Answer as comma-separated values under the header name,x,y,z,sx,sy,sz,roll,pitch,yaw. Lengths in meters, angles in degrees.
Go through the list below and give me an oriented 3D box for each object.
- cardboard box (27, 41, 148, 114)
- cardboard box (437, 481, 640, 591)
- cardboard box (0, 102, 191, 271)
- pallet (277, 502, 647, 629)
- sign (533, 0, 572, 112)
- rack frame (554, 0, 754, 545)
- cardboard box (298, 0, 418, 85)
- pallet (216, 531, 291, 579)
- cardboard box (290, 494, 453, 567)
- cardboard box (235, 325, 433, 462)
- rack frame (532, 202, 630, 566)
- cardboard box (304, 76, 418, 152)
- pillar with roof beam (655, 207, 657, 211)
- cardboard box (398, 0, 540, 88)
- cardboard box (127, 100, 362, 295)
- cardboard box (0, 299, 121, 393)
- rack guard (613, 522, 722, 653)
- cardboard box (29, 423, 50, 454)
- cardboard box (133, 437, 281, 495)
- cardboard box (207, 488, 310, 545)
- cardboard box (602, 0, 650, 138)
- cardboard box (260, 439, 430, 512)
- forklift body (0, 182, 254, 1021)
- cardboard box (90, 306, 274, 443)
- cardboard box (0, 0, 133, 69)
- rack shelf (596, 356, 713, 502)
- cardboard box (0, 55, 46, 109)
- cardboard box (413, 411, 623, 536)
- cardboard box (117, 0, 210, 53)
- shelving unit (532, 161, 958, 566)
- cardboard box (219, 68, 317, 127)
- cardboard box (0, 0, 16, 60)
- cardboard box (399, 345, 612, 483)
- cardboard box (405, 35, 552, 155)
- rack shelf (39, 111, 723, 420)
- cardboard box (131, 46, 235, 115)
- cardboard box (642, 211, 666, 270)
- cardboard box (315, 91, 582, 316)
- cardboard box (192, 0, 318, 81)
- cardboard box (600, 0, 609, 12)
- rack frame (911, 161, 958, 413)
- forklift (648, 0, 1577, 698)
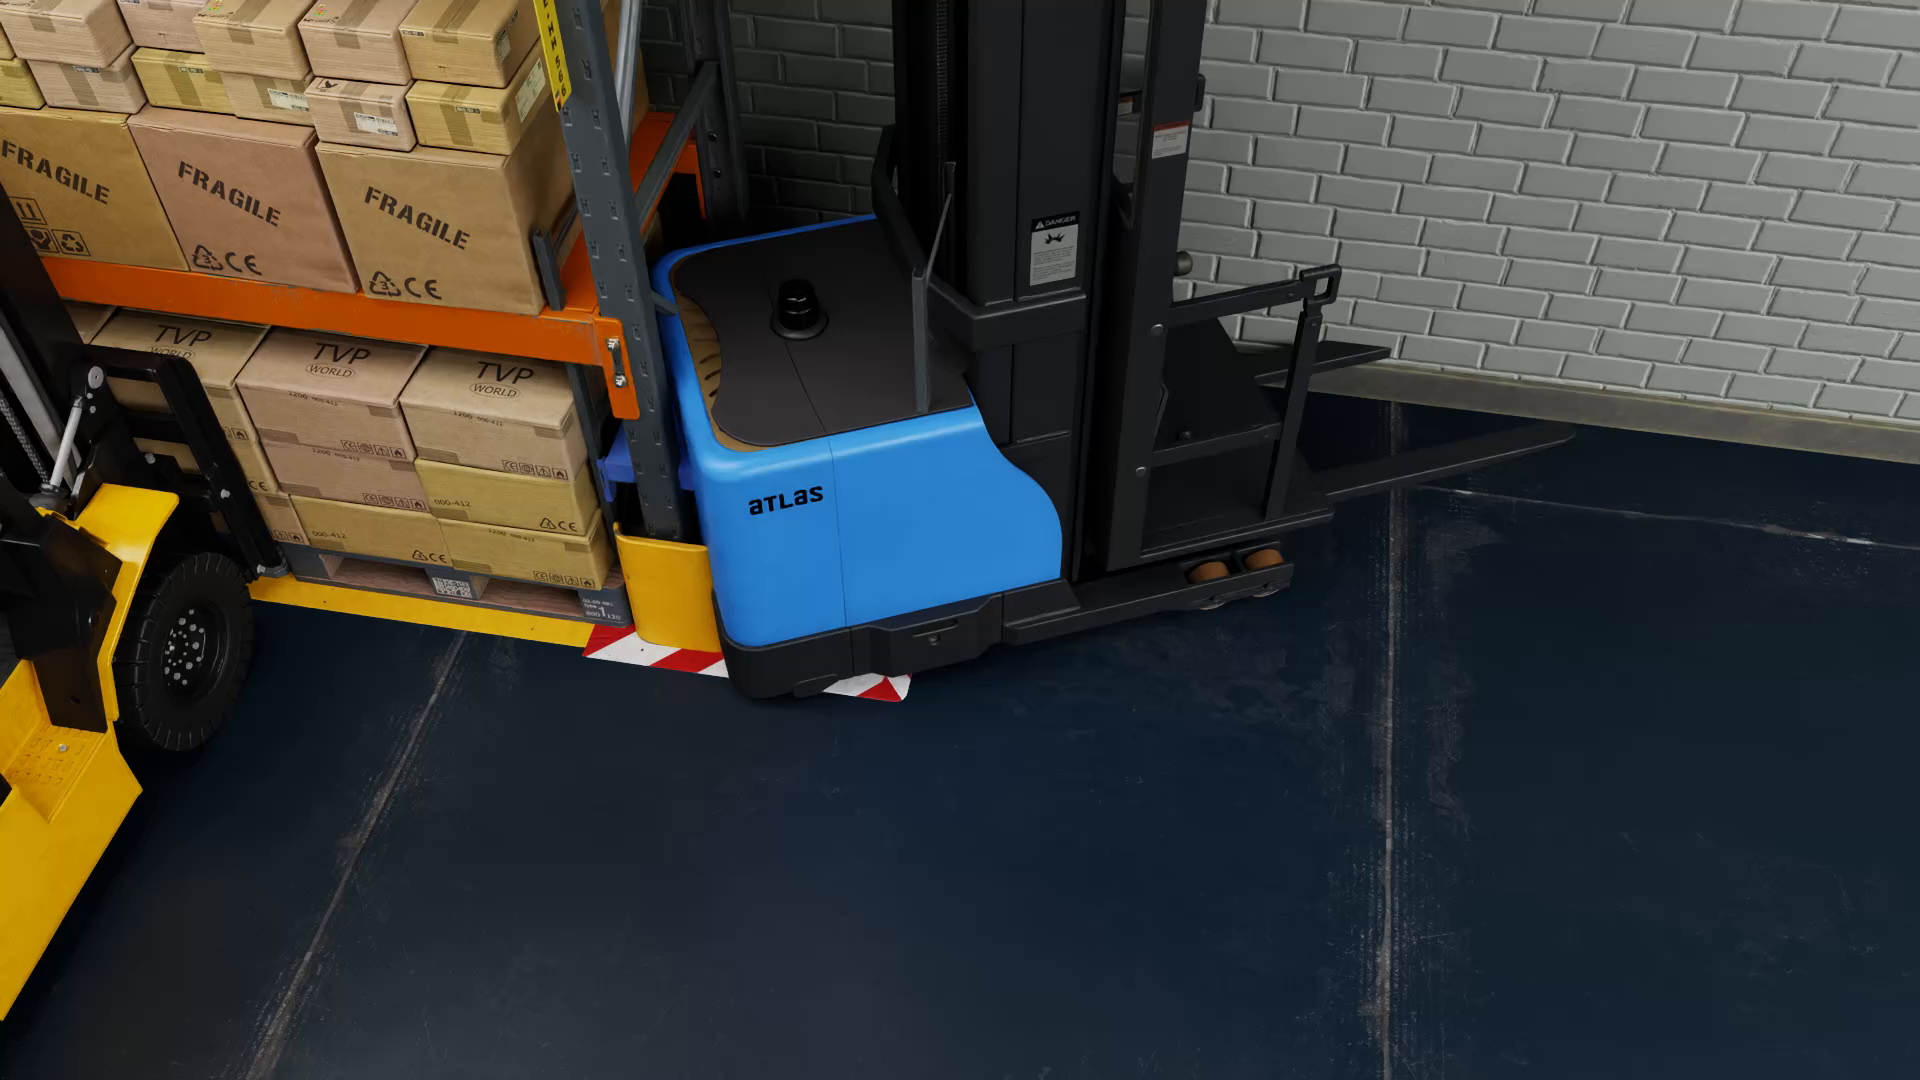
name,x,y,z,sx,sy,sz,roll,pitch,yaw
cardboard box,-2.234,-1.305,4.403,0.250,0.149,0.380,6,48,6
cardboard box,-1.347,-0.133,5.419,0.500,0.250,0.500,8,49,7
cardboard box,-2.373,-1.130,4.682,0.500,0.500,0.500,7,48,6
pallet,-1.589,-0.220,5.805,1.213,0.211,1.003,8,49,7
sign,-0.939,-1.152,3.831,0.005,0.325,0.100,8,49,7
rack frame,-0.829,-1.081,4.705,0.127,3.000,1.000,8,49,7
cardboard box,-1.467,-1.334,4.228,0.250,0.149,0.380,8,49,7
pallet,-2.786,-0.383,5.952,1.213,0.211,1.003,8,49,7
cardboard box,-1.835,-0.206,5.485,0.500,0.250,0.500,8,49,7
cardboard box,-1.841,-0.532,5.106,0.500,0.250,0.500,8,49,8
rack frame,-1.062,-0.490,5.106,0.032,1.500,0.500,7,50,7
cardboard box,-1.477,-1.184,4.294,0.250,0.149,0.380,8,49,7
pillar with roof beam,-2.119,-0.687,0.317,0.400,9.000,9.100,8,49,7
cardboard box,-1.219,-1.324,4.220,0.250,0.149,0.380,8,49,7
cardboard box,-1.869,-1.063,4.621,0.500,0.500,0.500,9,49,8
cardboard box,-2.837,-0.664,5.224,0.500,0.250,0.500,7,48,6
rack guard,-0.805,-0.242,5.632,0.348,0.500,1.175,8,49,7
cardboard box,-2.858,-0.501,5.414,0.500,0.250,0.500,8,48,7
cardboard box,-2.367,-0.432,5.352,0.500,0.250,0.500,7,48,6
cardboard box,-2.326,-0.279,5.550,0.500,0.250,0.500,8,49,7
cardboard box,-1.267,-1.383,4.909,0.500,0.500,0.500,9,49,8
cardboard box,-1.855,-0.379,5.304,0.500,0.250,0.500,7,48,6
forklift body,-3.019,0.287,4.046,1.214,2.155,2.313,8,49,7
cardboard box,-2.339,-0.592,5.159,0.500,0.250,0.500,8,49,7
cardboard box,-2.237,-1.389,4.278,0.250,0.149,0.380,9,49,8
rack shelf,-0.559,-0.310,5.182,1.000,0.185,0.538,7,50,7
cardboard box,-2.486,-1.324,4.420,0.250,0.149,0.380,8,49,7
cardboard box,-1.363,-0.305,5.238,0.500,0.250,0.500,7,48,6
cardboard box,-1.961,-1.436,4.320,0.250,0.149,0.380,8,49,7
shelving unit,-0.561,-0.428,5.046,1.048,1.500,0.538,7,50,7
cardboard box,-1.721,-1.263,4.365,0.250,0.149,0.380,8,49,8
cardboard box,-2.493,-1.419,4.305,0.250,0.149,0.380,9,49,8
cardboard box,-1.337,-0.469,5.049,0.500,0.250,0.500,9,49,8
cardboard box,-1.220,-1.172,4.283,0.250,0.149,0.380,8,49,7
rack shelf,-2.797,-1.105,5.210,4.000,0.370,1.077,8,49,7
cardboard box,-1.963,-1.304,4.402,0.250,0.149,0.380,7,48,7
cardboard box,-1.268,-0.839,5.381,0.500,0.250,0.500,7,48,6
cardboard box,-1.360,-0.987,4.553,0.500,0.500,0.500,7,48,6
cardboard box,-1.729,-1.348,4.242,0.250,0.149,0.380,9,49,8
cardboard box,-1.116,-1.566,4.637,0.250,0.149,0.380,7,48,6
rack frame,-0.060,-0.365,4.986,0.032,1.500,0.500,7,50,7
forklift,0.602,-1.114,4.780,3.031,2.935,1.130,-13,49,-11
